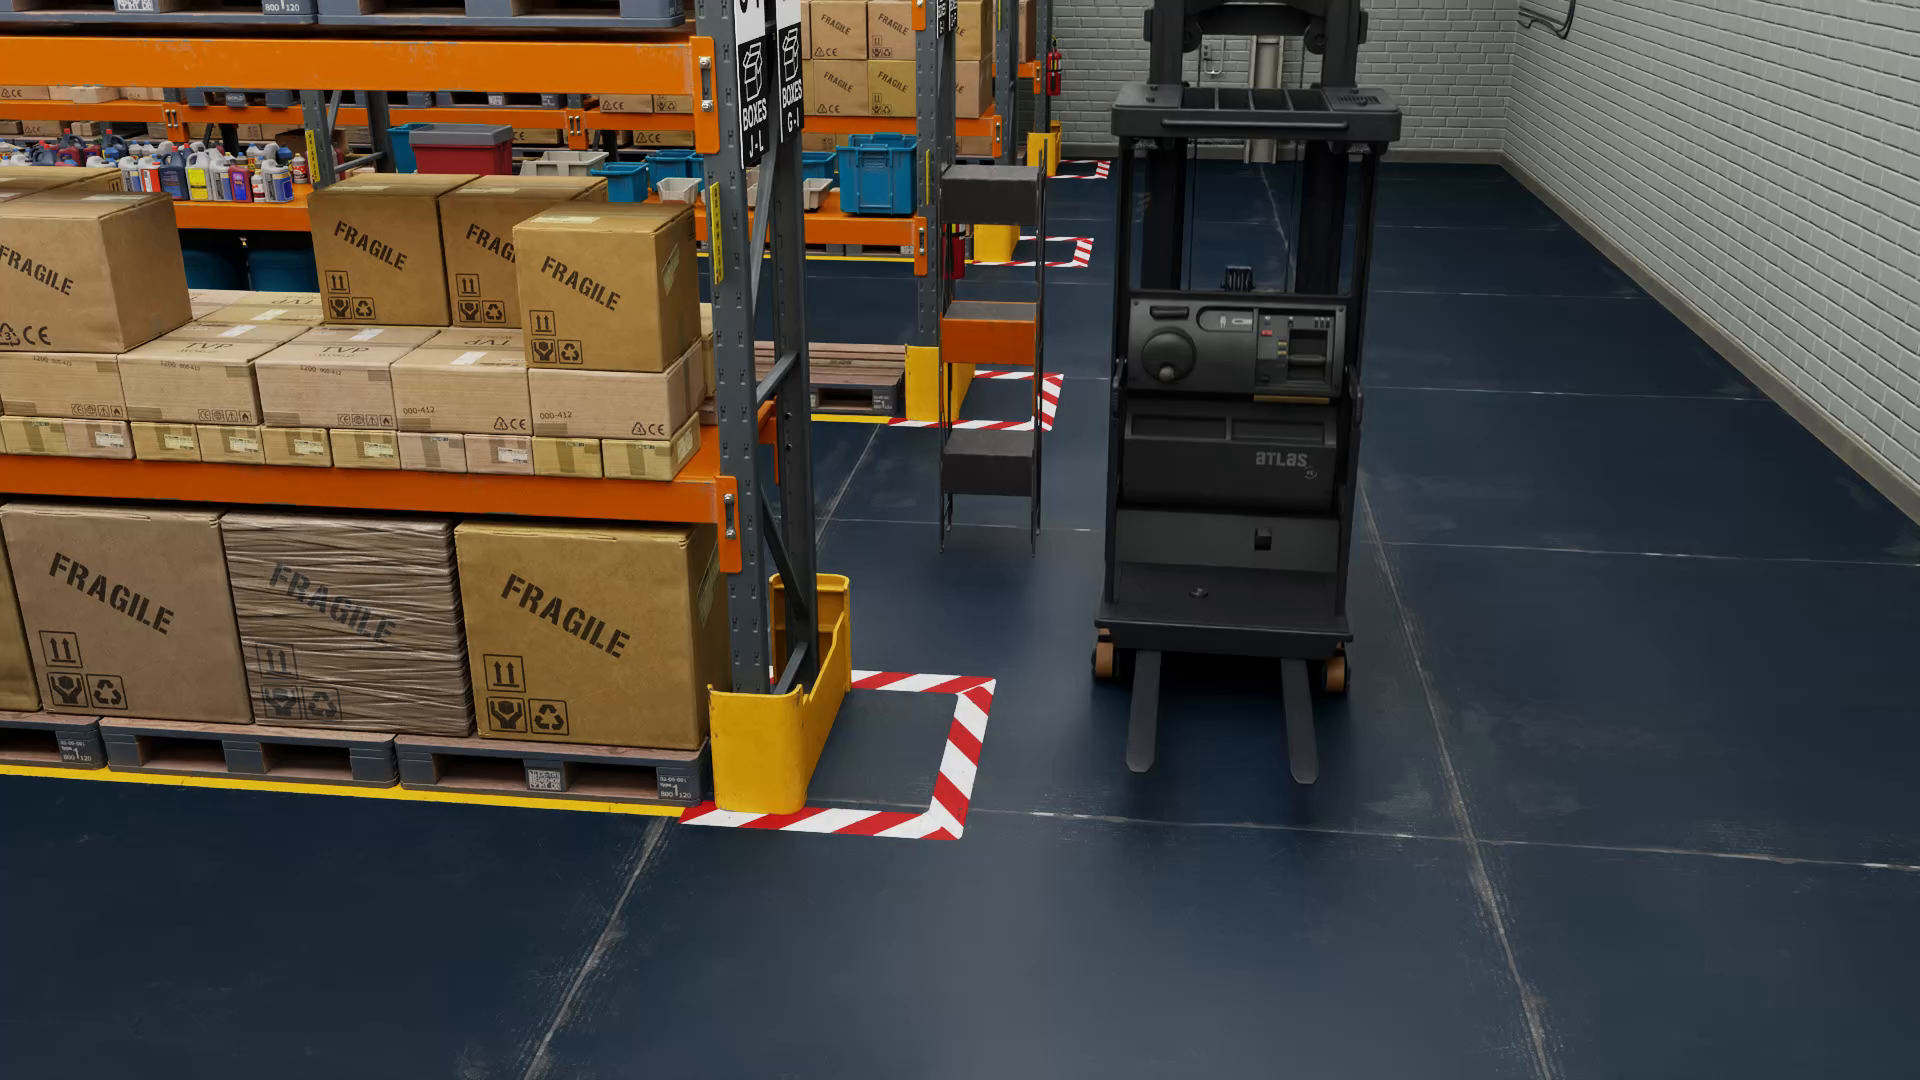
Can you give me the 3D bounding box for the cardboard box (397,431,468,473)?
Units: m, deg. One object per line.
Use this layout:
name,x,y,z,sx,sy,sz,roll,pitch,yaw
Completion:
cardboard box,-1.881,-0.383,6.172,0.250,0.149,0.380,3,22,7

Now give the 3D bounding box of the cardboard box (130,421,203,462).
cardboard box,-2.902,-0.427,6.282,0.250,0.149,0.380,2,22,5

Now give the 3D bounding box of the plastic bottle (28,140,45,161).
plastic bottle,-6.283,-2.560,11.402,0.185,0.351,0.144,2,22,6

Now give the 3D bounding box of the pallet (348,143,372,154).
pallet,-7.704,-5.081,21.505,1.213,0.211,1.003,2,22,6

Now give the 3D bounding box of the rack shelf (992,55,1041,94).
rack shelf,-0.970,-5.749,20.381,4.000,0.370,1.077,2,22,6

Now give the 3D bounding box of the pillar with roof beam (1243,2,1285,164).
pillar with roof beam,3.293,-7.415,15.455,0.400,9.000,9.100,2,22,6

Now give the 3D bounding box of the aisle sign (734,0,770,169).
aisle sign,-0.696,-1.668,5.544,0.004,0.787,0.394,2,22,6

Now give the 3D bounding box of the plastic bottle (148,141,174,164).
plastic bottle,-5.686,-2.705,11.871,0.135,0.276,0.152,2,22,6

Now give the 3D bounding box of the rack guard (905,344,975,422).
rack guard,-0.124,-1.222,11.350,0.348,0.500,1.175,2,22,6

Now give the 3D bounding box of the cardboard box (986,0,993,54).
cardboard box,0.027,-4.816,15.545,0.500,0.500,0.500,3,22,8

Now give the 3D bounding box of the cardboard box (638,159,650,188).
cardboard box,-2.936,-3.483,16.471,0.500,0.500,0.500,2,22,6

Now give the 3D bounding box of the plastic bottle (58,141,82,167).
plastic bottle,-6.341,-2.700,11.849,0.133,0.283,0.061,2,22,6

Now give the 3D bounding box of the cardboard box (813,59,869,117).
cardboard box,-1.050,-4.200,15.347,0.500,0.500,0.500,3,22,7

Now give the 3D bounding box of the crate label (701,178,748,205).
crate label,-1.546,-2.276,10.893,0.243,0.136,0.396,2,22,6

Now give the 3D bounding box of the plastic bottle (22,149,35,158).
plastic bottle,-6.721,-2.725,12.024,0.097,0.201,0.097,0,22,0

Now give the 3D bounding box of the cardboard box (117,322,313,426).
cardboard box,-2.772,-0.630,6.252,0.500,0.250,0.500,3,22,6

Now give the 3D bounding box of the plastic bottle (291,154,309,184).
plastic bottle,-4.685,-2.637,11.800,0.097,0.201,0.097,0,22,0

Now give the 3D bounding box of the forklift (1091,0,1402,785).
forklift,1.178,-0.832,7.059,1.130,2.935,3.031,3,22,8

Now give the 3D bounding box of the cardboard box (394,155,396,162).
cardboard box,-5.478,-3.927,16.575,0.500,0.250,0.500,2,22,5

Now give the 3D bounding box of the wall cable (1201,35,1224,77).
wall cable,2.399,-6.760,20.577,1.851,1.984,0.084,2,22,6

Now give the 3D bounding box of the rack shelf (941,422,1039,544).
rack shelf,0.164,-0.306,8.798,0.480,0.518,0.431,2,22,6

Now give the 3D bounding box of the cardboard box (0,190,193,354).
cardboard box,-3.254,-1.003,6.177,0.500,0.500,0.500,2,22,5

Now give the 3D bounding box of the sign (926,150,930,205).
sign,-0.198,-2.255,10.341,0.005,0.325,0.100,2,22,6

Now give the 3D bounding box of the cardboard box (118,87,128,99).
cardboard box,-8.373,-4.603,16.624,0.500,0.311,0.500,2,22,6

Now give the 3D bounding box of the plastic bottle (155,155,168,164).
plastic bottle,-5.419,-2.477,11.299,0.097,0.271,0.097,0,22,0

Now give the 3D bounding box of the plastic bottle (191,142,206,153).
plastic bottle,-5.456,-2.695,11.845,0.135,0.276,0.152,2,22,6

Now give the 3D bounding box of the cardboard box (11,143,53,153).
cardboard box,-9.532,-3.907,17.148,0.500,0.311,0.500,2,22,6

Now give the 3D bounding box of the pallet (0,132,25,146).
pallet,-12.786,-5.288,22.028,1.213,0.211,1.003,2,22,6

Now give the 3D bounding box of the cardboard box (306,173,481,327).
cardboard box,-2.189,-1.151,6.550,0.500,0.500,0.500,2,22,5

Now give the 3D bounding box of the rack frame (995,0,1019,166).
rack frame,0.437,-4.189,15.455,0.127,3.000,1.000,2,22,6

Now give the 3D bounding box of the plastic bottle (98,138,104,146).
plastic bottle,-6.191,-2.747,11.968,0.133,0.283,0.061,2,22,6

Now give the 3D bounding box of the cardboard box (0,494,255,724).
cardboard box,-3.165,0.144,6.813,0.875,0.875,0.875,2,22,6

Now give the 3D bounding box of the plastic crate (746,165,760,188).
plastic crate,-1.339,-2.490,11.435,0.298,0.136,0.250,2,22,6

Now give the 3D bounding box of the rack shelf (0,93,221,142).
rack shelf,-9.494,-4.287,16.682,4.000,0.370,1.077,2,22,6

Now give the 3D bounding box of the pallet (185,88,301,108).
pallet,-6.826,-4.442,16.356,1.003,0.211,1.213,2,22,6

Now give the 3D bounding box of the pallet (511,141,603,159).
pallet,-4.946,-4.931,21.127,1.213,0.211,1.003,2,22,6

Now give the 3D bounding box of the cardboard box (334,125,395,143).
cardboard box,-7.649,-5.398,21.315,0.500,0.500,0.700,3,22,7

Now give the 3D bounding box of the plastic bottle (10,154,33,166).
plastic bottle,-6.325,-2.472,11.282,0.135,0.276,0.152,2,22,6

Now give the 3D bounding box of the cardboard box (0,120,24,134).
cardboard box,-12.486,-5.472,21.980,0.250,0.149,0.380,1,22,2

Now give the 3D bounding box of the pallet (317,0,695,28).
pallet,-1.470,-1.954,5.843,1.213,0.211,1.003,2,22,6

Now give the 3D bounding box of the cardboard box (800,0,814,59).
cardboard box,-1.565,-4.684,15.211,0.500,0.500,0.500,3,22,8

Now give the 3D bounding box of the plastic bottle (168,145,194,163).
plastic bottle,-5.474,-2.639,11.705,0.135,0.276,0.152,2,22,6

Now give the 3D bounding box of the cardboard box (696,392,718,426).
cardboard box,-1.046,-0.591,6.697,0.250,0.149,0.380,3,22,7

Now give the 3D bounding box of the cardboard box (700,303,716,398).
cardboard box,-1.177,-0.760,6.582,0.500,0.250,0.500,2,22,5

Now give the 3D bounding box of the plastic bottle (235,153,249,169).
plastic bottle,-5.109,-2.655,11.846,0.097,0.201,0.097,0,22,0

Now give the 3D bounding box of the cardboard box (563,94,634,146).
cardboard box,-4.500,-5.384,20.831,0.750,0.750,0.750,3,22,8

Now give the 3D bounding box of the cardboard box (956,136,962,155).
cardboard box,-0.188,-5.046,20.451,0.500,0.500,0.700,2,22,6

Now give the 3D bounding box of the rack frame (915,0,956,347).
rack frame,-0.150,-2.380,10.881,0.127,3.000,1.000,2,22,6

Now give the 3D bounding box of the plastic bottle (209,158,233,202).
plastic bottle,-4.914,-2.411,11.126,0.135,0.276,0.152,2,22,6

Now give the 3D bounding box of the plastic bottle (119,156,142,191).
plastic bottle,-5.548,-2.438,11.196,0.135,0.276,0.152,2,22,6

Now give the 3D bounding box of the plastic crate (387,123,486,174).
plastic crate,-3.618,-2.678,11.574,0.575,0.384,0.392,2,22,6

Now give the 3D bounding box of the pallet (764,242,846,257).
pallet,-1.638,-2.983,16.198,1.213,0.211,1.003,2,22,6

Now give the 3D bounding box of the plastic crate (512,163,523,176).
plastic crate,-2.979,-2.503,11.484,0.590,0.125,0.437,2,22,6

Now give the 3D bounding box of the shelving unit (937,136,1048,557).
shelving unit,0.164,-0.969,8.536,0.503,2.100,0.431,2,22,6

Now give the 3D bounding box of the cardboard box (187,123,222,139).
cardboard box,-9.648,-5.529,21.647,0.500,0.500,0.700,2,22,5

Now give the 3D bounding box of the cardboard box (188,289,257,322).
cardboard box,-3.214,-0.847,6.801,0.500,0.250,0.500,3,22,7
